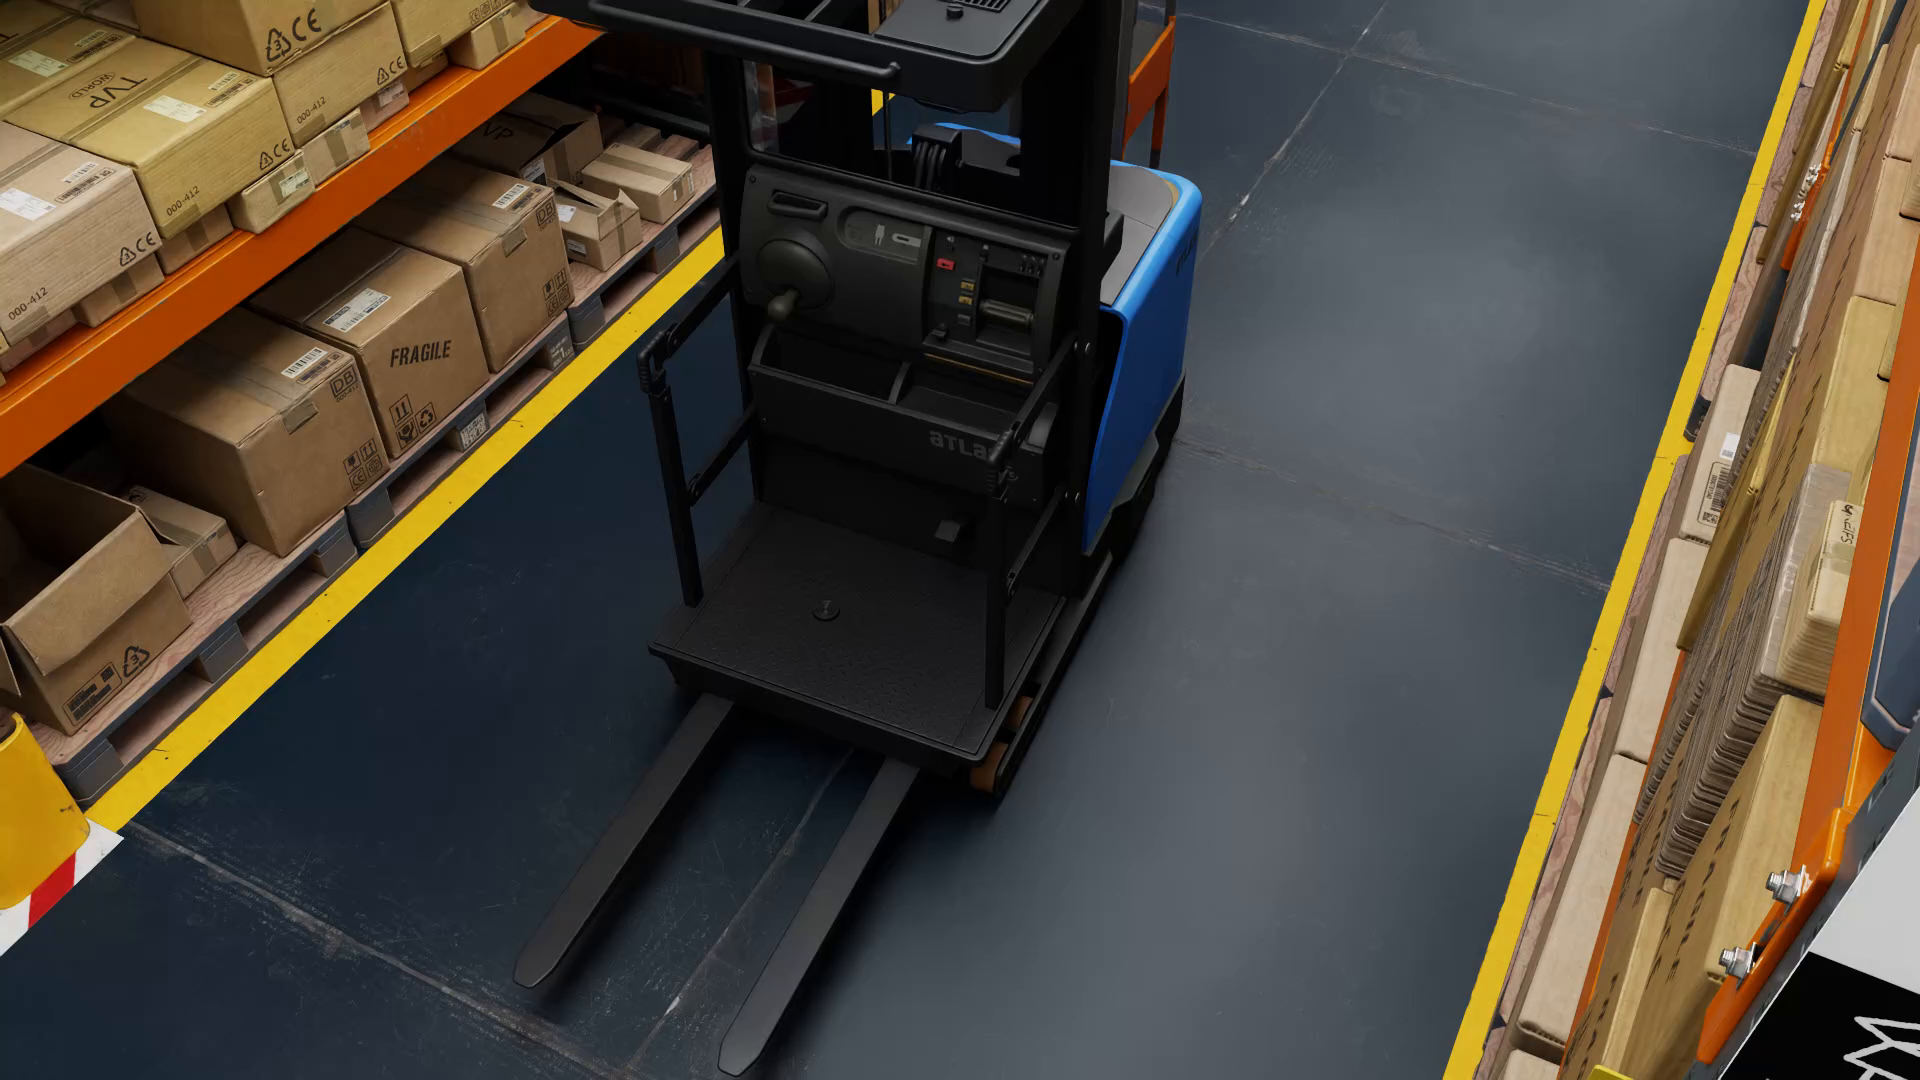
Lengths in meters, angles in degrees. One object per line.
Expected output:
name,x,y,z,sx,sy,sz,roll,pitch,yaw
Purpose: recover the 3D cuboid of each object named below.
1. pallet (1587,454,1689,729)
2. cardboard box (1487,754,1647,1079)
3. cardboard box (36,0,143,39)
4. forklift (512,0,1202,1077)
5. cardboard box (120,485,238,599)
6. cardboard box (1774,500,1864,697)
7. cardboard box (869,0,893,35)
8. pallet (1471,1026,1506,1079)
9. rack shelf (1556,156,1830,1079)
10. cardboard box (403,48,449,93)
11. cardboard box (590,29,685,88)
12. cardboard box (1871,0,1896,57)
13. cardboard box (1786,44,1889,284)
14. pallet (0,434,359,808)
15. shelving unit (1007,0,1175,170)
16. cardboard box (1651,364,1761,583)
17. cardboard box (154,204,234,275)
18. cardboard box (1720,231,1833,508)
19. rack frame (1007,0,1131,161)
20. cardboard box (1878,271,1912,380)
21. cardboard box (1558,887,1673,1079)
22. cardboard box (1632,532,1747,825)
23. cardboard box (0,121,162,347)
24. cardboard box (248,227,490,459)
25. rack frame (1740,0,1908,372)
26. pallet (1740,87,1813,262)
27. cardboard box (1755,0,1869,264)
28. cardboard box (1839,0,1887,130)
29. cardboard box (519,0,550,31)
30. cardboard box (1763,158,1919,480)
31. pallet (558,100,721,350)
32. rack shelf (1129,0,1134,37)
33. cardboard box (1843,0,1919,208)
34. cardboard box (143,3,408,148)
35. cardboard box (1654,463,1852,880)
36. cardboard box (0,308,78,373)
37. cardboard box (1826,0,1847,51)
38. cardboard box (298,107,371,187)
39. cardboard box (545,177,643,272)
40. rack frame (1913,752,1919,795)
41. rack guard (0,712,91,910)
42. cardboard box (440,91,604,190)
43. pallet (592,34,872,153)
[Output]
pallet,2.661,0.308,5.297,1.003,0.211,1.213,20,49,19
cardboard box,1.862,1.119,4.041,0.875,0.438,0.875,22,49,20
cardboard box,-2.475,-1.635,5.154,0.500,0.250,0.500,20,49,19
forklift,-0.250,-0.623,4.305,1.130,2.935,3.031,17,48,16
cardboard box,-2.572,0.004,5.346,0.380,0.149,0.250,19,48,18
cardboard box,1.358,0.129,2.284,0.380,0.149,0.250,20,49,19
cardboard box,-0.652,-2.600,7.673,0.500,0.500,0.500,20,49,19
pallet,1.529,1.845,3.778,1.003,0.211,1.213,20,49,19
rack shelf,2.155,0.387,3.764,1.077,0.370,4.000,20,49,19
cardboard box,-1.898,-1.594,5.393,0.380,0.149,0.250,21,49,20
cardboard box,-1.348,-2.438,7.513,0.500,0.500,0.500,20,49,19
cardboard box,3.073,-1.606,4.983,0.500,0.250,0.500,20,49,19
cardboard box,2.634,-0.951,4.511,0.500,0.500,0.500,22,49,20
pallet,-2.767,0.188,5.416,1.003,0.211,1.213,20,49,19
shelving unit,0.443,-1.499,5.755,0.431,2.100,0.503,17,48,16
cardboard box,2.697,-0.012,5.159,0.875,0.438,0.875,20,49,19
cardboard box,-2.318,-0.931,4.738,0.380,0.149,0.250,21,49,20
cardboard box,2.160,-0.324,3.891,0.500,0.500,0.500,21,49,19
rack frame,0.346,-1.340,5.598,0.400,2.100,0.015,17,48,16
cardboard box,1.760,-0.334,2.742,0.380,0.149,0.250,22,49,20
cardboard box,1.216,0.968,2.614,0.500,0.500,0.500,21,49,19
cardboard box,1.693,0.330,3.245,0.500,0.500,0.500,22,49,20
cardboard box,-2.488,-0.808,4.336,0.500,0.250,0.500,21,49,19
cardboard box,-2.038,-0.691,5.786,0.500,0.500,0.500,21,49,20
rack frame,3.084,-1.125,4.753,1.000,3.000,0.127,20,49,19
pallet,3.940,-1.428,7.012,1.003,0.211,1.213,20,49,19
cardboard box,3.713,-1.515,6.337,0.875,0.875,0.875,22,49,20
cardboard box,3.069,-1.438,5.168,0.500,0.250,0.500,19,48,18
cardboard box,-1.585,-1.890,5.686,0.380,0.149,0.250,22,49,20
cardboard box,1.924,-0.340,3.204,0.500,0.500,0.500,20,49,19
pallet,-1.634,-1.349,6.935,1.003,0.211,1.213,20,49,19
rack shelf,0.443,-1.981,5.267,0.431,0.518,0.480,17,48,16
cardboard box,2.408,-0.976,3.832,0.500,0.500,0.500,20,49,19
cardboard box,-2.037,-1.458,4.978,0.500,0.250,0.500,19,48,18
cardboard box,1.456,0.287,2.584,0.500,0.500,0.500,21,49,19
cardboard box,-2.607,-0.623,4.433,0.380,0.149,0.250,20,49,19
cardboard box,4.546,-2.638,7.447,0.875,0.875,0.875,20,49,19
cardboard box,-2.029,-1.238,5.041,0.380,0.149,0.250,22,49,20
cardboard box,-1.479,-1.276,6.529,0.396,0.266,0.258,22,49,20
rack frame,1.227,-0.714,0.129,1.000,3.000,0.127,20,49,19
rack guard,-3.136,0.589,4.817,1.175,0.500,0.348,20,49,19
cardboard box,-1.830,-1.626,6.843,0.500,0.311,0.500,22,49,20
pallet,-0.970,-2.306,7.881,1.003,0.211,1.213,20,49,19
